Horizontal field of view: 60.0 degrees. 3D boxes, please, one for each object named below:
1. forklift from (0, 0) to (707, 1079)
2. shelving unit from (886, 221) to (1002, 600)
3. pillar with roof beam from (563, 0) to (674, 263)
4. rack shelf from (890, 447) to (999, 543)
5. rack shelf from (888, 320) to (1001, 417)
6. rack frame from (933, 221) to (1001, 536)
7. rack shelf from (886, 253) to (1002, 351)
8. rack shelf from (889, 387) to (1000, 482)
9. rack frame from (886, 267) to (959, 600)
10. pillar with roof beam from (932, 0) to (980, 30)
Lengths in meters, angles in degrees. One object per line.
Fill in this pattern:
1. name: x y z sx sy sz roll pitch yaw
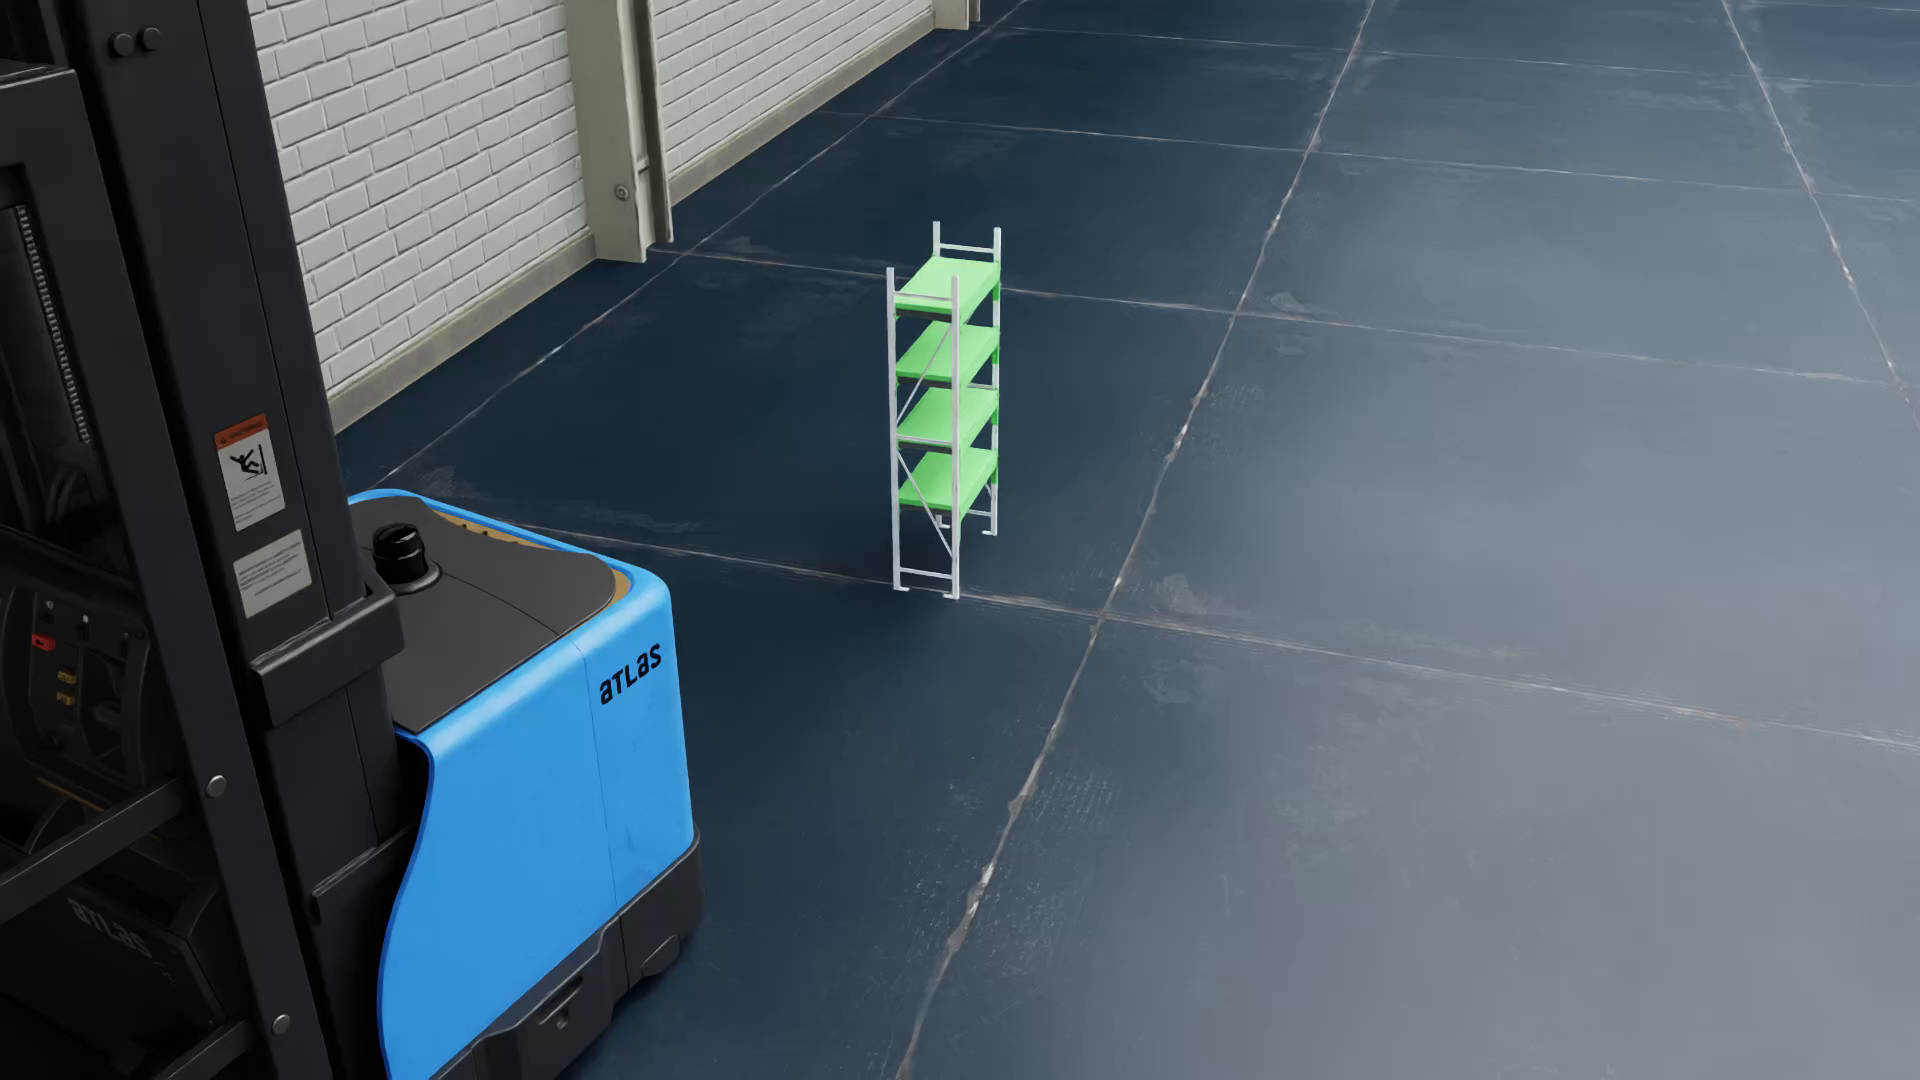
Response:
1. forklift: -1.846 0.239 2.806 1.130 2.935 3.031 16 33 26
2. shelving unit: -0.049 -0.447 5.820 0.258 1.200 0.503 8 30 15
3. pillar with roof beam: 2.321 -4.918 5.834 9.100 9.000 0.400 8 30 15
4. rack shelf: -0.049 -0.182 5.968 0.258 0.148 0.480 8 30 15
5. rack shelf: -0.049 -0.601 5.734 0.258 0.148 0.480 8 30 15
6. rack frame: 0.023 -0.561 6.024 0.240 1.200 0.015 8 30 15
7. rack shelf: -0.049 -0.811 5.618 0.258 0.148 0.480 8 30 15
8. rack shelf: -0.049 -0.392 5.851 0.258 0.148 0.480 8 30 15
9. rack frame: -0.120 -0.334 5.616 0.240 1.200 0.015 8 30 15
10. pillar with roof beam: 4.082 -7.706 10.847 9.100 9.000 0.400 8 30 15
